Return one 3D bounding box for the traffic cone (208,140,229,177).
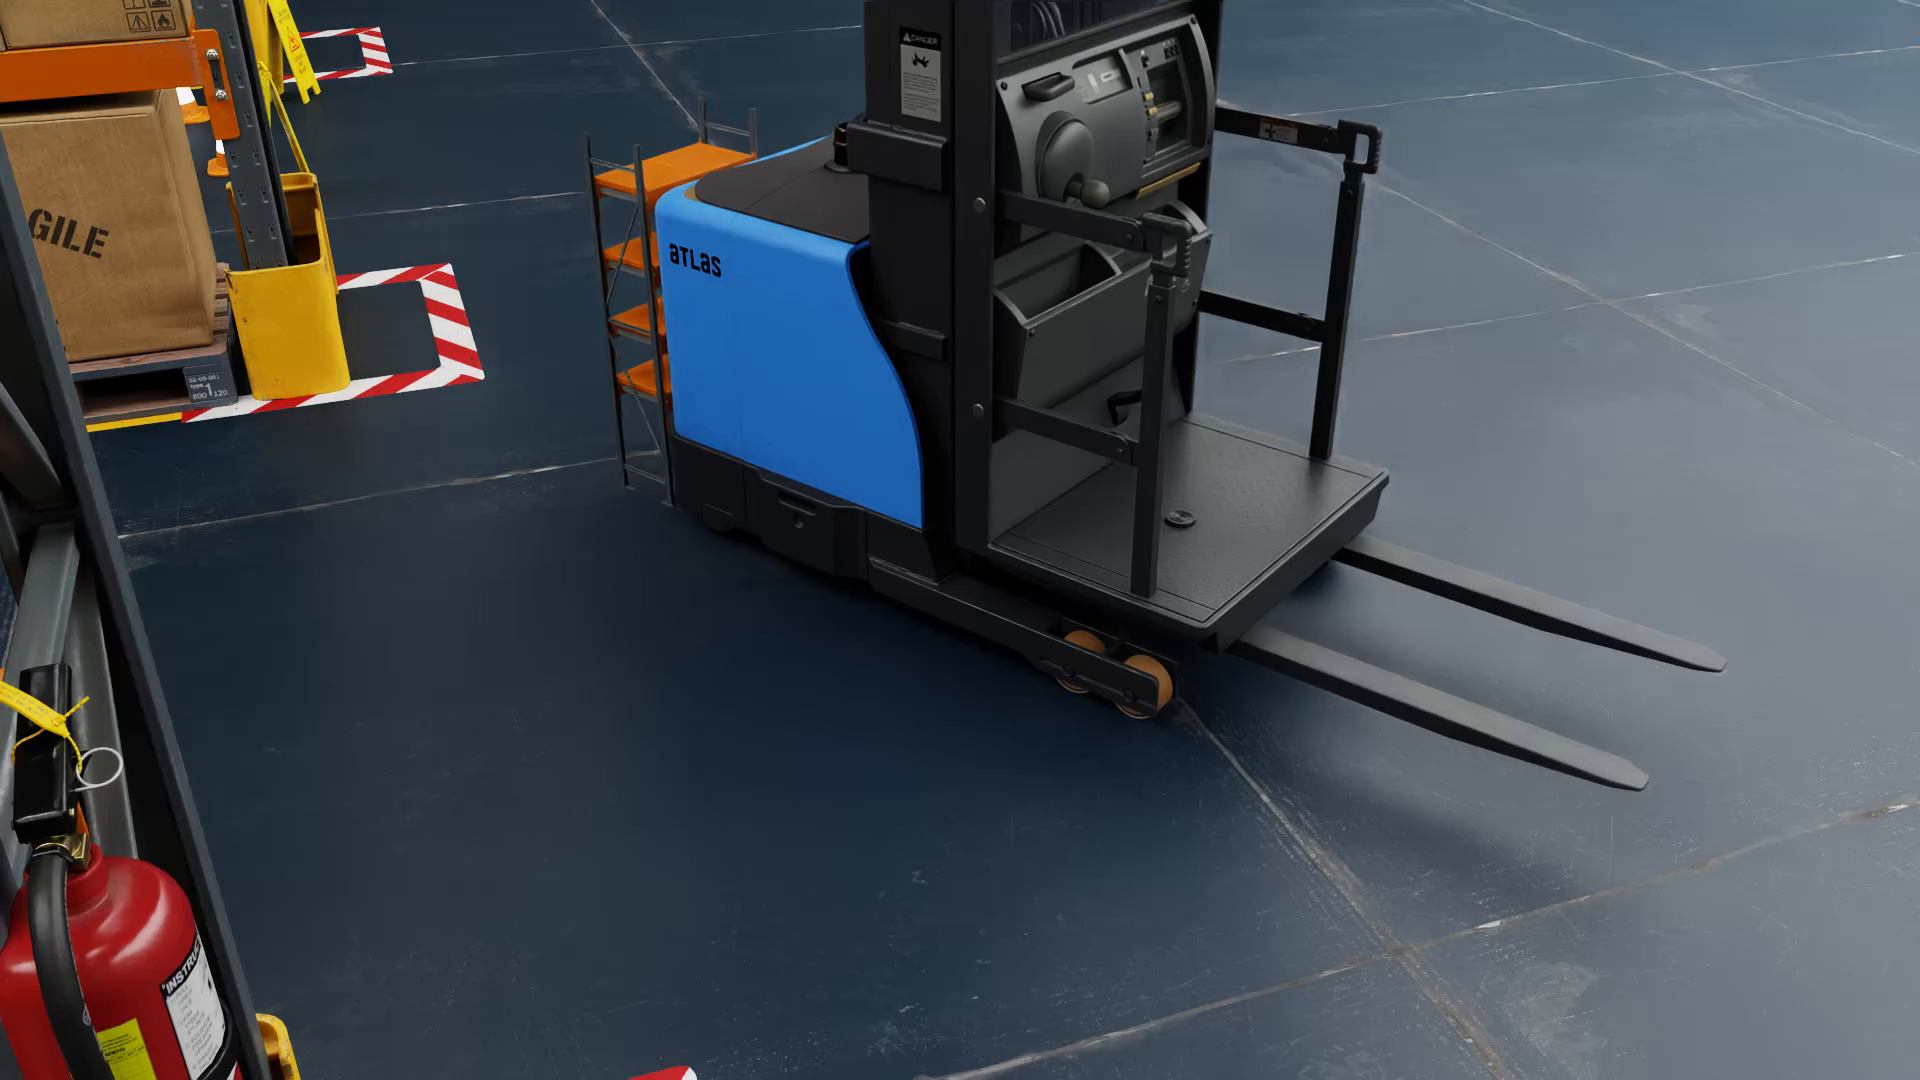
[{"bbox_3d":[-3.742,-2.152,8.560,0.334,0.463,0.336,-10,31,-18],"label":"traffic cone"}]

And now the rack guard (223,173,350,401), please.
[{"bbox_3d":[-2.651,-1.022,6.539,0.348,0.500,1.175,-10,31,-18],"label":"rack guard"}]

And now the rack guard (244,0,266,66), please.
[{"bbox_3d":[-4.565,-3.284,10.509,0.348,0.500,1.175,-10,31,-18],"label":"rack guard"}]

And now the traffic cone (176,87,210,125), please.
[{"bbox_3d":[-4.447,-2.608,9.360,0.334,0.463,0.336,-10,31,-18],"label":"traffic cone"}]

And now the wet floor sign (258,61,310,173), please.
[{"bbox_3d":[-3.337,-2.005,8.117,0.232,0.644,0.267,-16,33,-26],"label":"wet floor sign"}]

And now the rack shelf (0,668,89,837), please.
[{"bbox_3d":[-2.913,0.872,1.415,4.000,0.370,1.077,-10,31,-18],"label":"rack shelf"}]

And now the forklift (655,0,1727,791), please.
[{"bbox_3d":[0.562,-1.097,4.215,3.031,2.935,1.130,21,36,32],"label":"forklift"}]

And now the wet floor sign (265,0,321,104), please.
[{"bbox_3d":[-3.943,-2.897,9.682,0.232,0.644,0.267,0,30,0],"label":"wet floor sign"}]

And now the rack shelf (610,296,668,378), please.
[{"bbox_3d":[-0.884,-0.702,5.406,0.258,0.148,0.480,21,36,32],"label":"rack shelf"}]

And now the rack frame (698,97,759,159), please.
[{"bbox_3d":[-0.737,-0.857,5.542,0.240,1.200,0.015,21,36,32],"label":"rack frame"}]

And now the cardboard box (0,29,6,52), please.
[{"bbox_3d":[-3.513,-1.979,5.542,0.550,0.550,0.875,-10,31,-18],"label":"cardboard box"}]

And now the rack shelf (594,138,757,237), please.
[{"bbox_3d":[-0.884,-1.102,5.179,0.258,0.148,0.480,21,36,32],"label":"rack shelf"}]

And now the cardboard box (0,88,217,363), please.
[{"bbox_3d":[-3.286,-1.216,6.076,0.875,0.875,0.875,-10,31,-17],"label":"cardboard box"}]

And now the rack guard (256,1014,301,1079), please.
[{"bbox_3d":[-1.110,1.314,2.439,0.348,0.500,1.175,-10,31,-18],"label":"rack guard"}]

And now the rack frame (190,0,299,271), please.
[{"bbox_3d":[-2.673,-2.104,5.913,0.127,3.000,1.000,-10,31,-18],"label":"rack frame"}]

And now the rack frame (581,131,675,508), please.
[{"bbox_3d":[-1.032,-0.664,5.204,0.240,1.200,0.015,21,36,32],"label":"rack frame"}]

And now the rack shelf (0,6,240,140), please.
[{"bbox_3d":[-4.548,-1.446,5.485,4.000,0.370,1.077,-10,31,-18],"label":"rack shelf"}]

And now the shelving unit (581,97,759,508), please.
[{"bbox_3d":[-0.884,-0.761,5.373,0.258,1.200,0.503,21,36,32],"label":"shelving unit"}]

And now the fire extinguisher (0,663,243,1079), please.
[{"bbox_3d":[-0.771,0.442,1.522,0.183,0.674,0.296,-10,31,-18],"label":"fire extinguisher"}]

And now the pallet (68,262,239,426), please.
[{"bbox_3d":[-3.396,-0.718,6.297,1.213,0.211,1.003,-10,31,-18],"label":"pallet"}]

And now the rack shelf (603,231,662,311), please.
[{"bbox_3d":[-0.884,-0.897,5.296,0.258,0.148,0.480,21,36,32],"label":"rack shelf"}]

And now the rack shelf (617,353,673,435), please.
[{"bbox_3d":[-0.884,-0.530,5.505,0.258,0.148,0.480,21,36,32],"label":"rack shelf"}]

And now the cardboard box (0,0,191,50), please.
[{"bbox_3d":[-3.005,-2.084,5.726,0.550,0.550,0.875,-10,31,-18],"label":"cardboard box"}]
